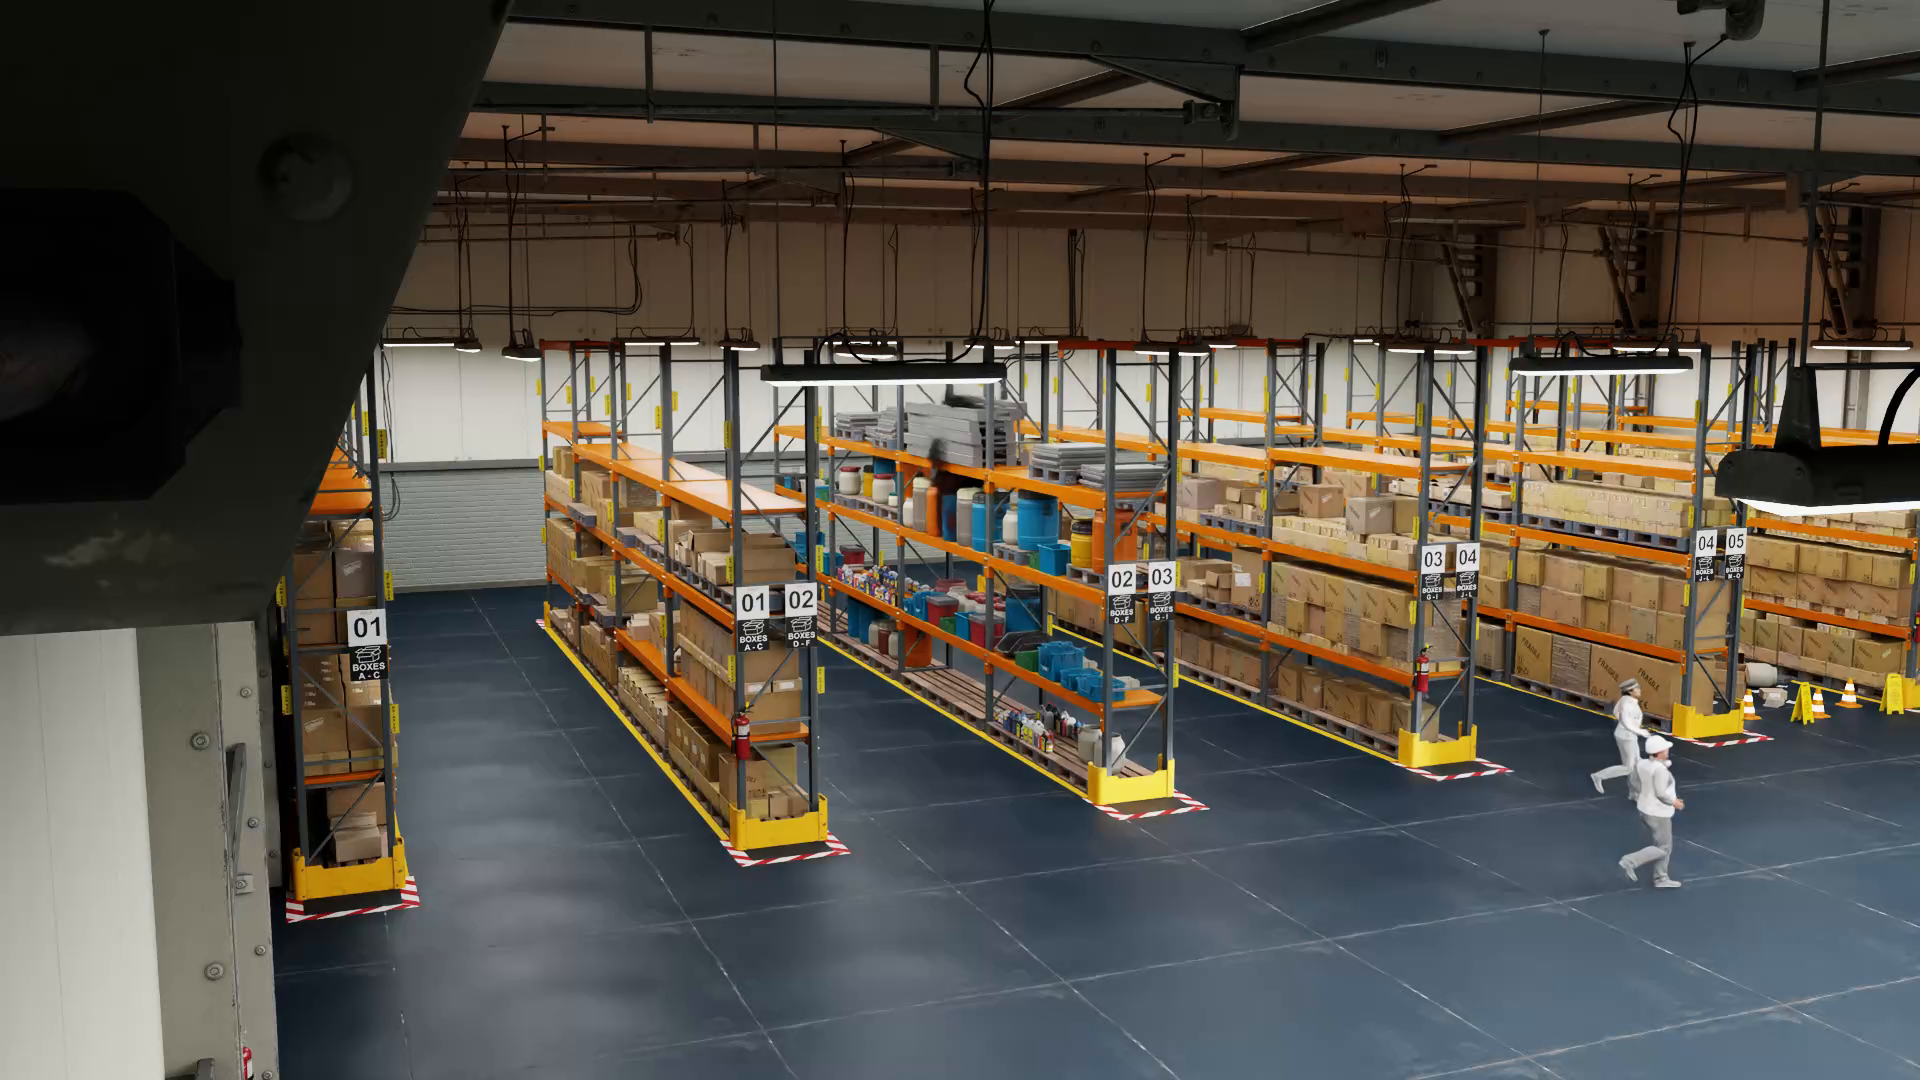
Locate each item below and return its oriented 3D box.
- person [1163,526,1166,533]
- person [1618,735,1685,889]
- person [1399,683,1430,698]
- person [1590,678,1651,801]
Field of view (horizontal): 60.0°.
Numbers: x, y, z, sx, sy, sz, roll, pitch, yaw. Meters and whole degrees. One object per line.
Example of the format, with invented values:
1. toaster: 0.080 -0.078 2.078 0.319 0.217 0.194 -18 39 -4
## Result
1. person: 5.313 0.140 41.553 0.708 1.637 0.589 -4 9 -29
2. person: 7.745 3.050 18.637 0.752 1.748 0.657 0 7 -3
3. person: 7.747 1.735 28.427 0.666 1.779 0.964 -4 8 -28
4. person: 8.810 2.650 22.120 0.780 1.691 0.624 2 8 16
